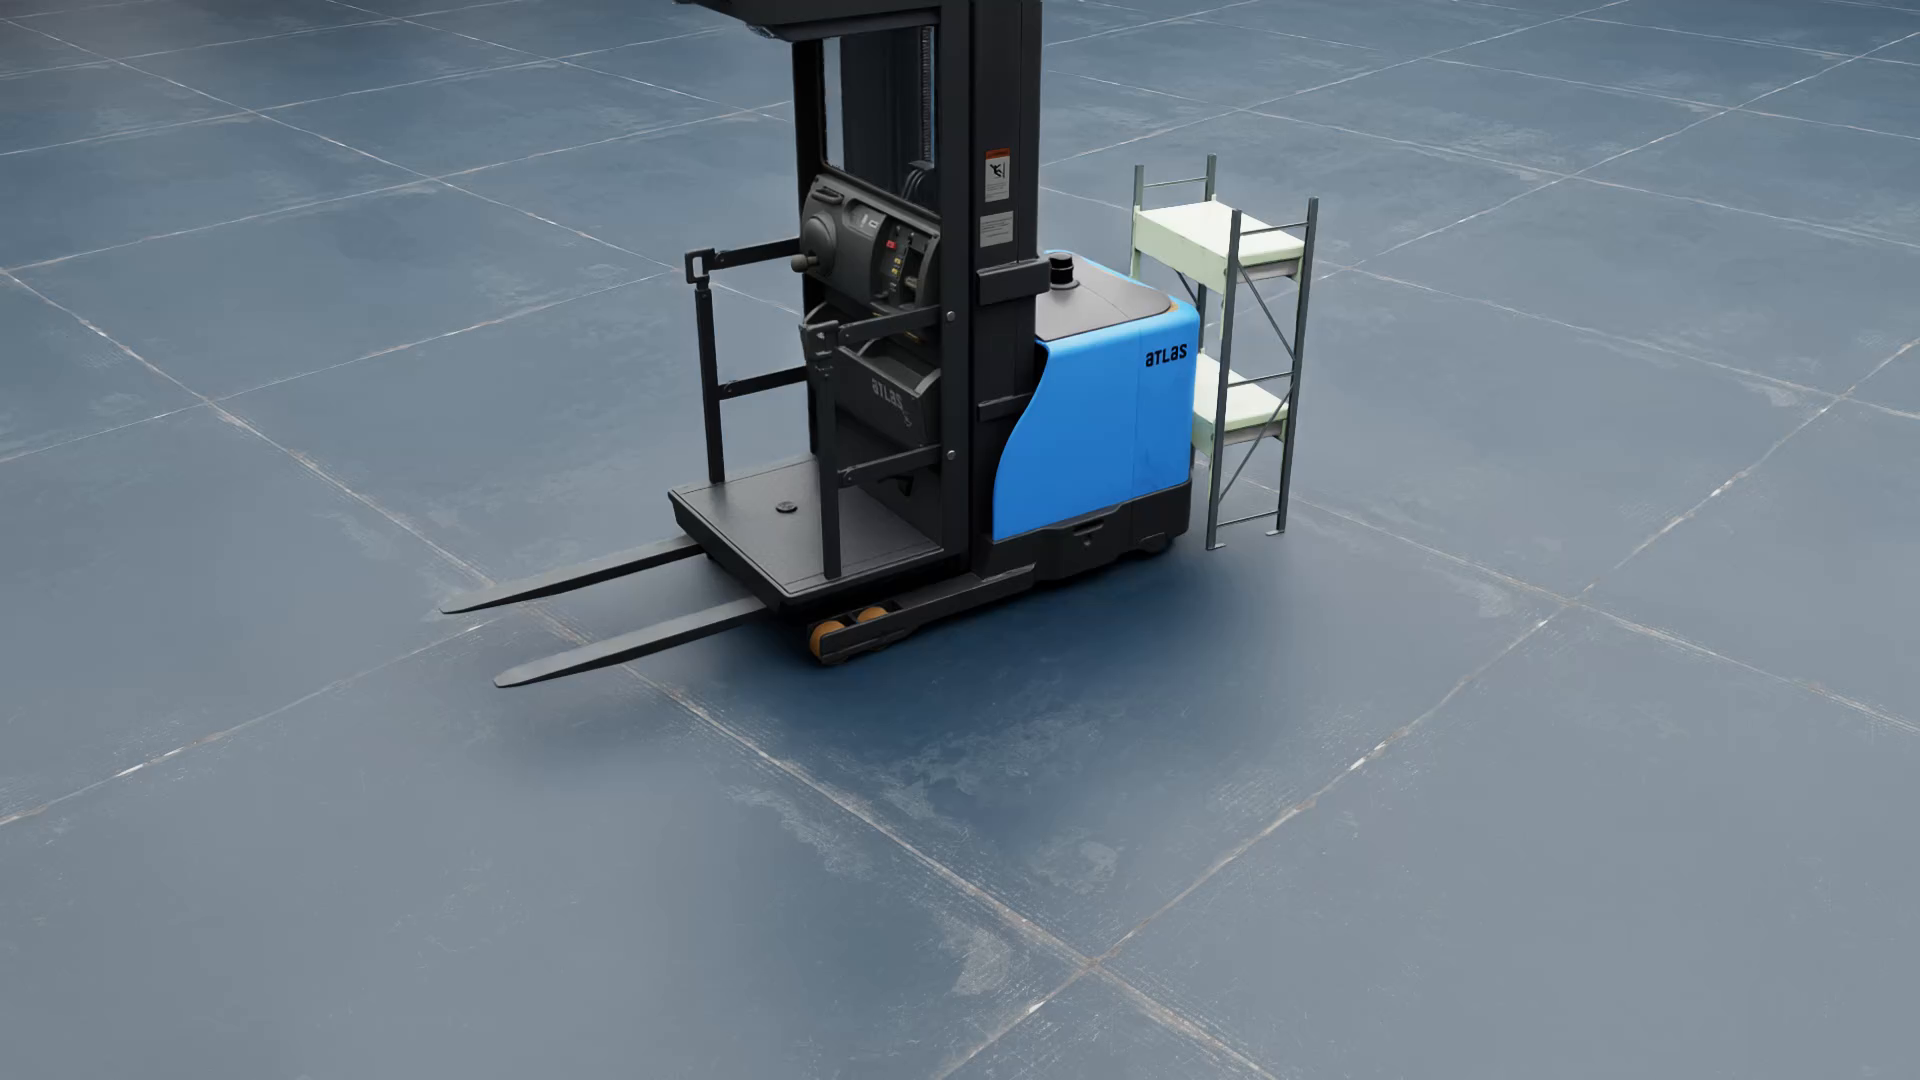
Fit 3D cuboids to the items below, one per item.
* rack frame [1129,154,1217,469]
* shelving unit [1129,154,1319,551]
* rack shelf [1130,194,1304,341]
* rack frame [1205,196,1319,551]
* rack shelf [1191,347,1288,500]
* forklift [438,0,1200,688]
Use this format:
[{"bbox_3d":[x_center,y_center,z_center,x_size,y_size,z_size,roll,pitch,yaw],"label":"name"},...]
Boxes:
[{"bbox_3d":[0.928,-0.969,7.482,0.400,1.500,0.023,-13,30,-23],"label":"rack frame"},{"bbox_3d":[1.086,-0.816,7.190,0.431,1.500,0.755,-13,30,-23],"label":"shelving unit"},{"bbox_3d":[1.086,-1.161,7.008,0.431,0.370,0.720,-13,30,-23],"label":"rack shelf"},{"bbox_3d":[1.244,-0.662,6.898,0.400,1.500,0.023,-13,30,-23],"label":"rack frame"},{"bbox_3d":[1.086,-0.527,7.342,0.431,0.370,0.720,-13,30,-23],"label":"rack shelf"},{"bbox_3d":[-0.524,-1.101,6.194,3.031,2.935,1.130,-17,32,-29],"label":"forklift"}]
